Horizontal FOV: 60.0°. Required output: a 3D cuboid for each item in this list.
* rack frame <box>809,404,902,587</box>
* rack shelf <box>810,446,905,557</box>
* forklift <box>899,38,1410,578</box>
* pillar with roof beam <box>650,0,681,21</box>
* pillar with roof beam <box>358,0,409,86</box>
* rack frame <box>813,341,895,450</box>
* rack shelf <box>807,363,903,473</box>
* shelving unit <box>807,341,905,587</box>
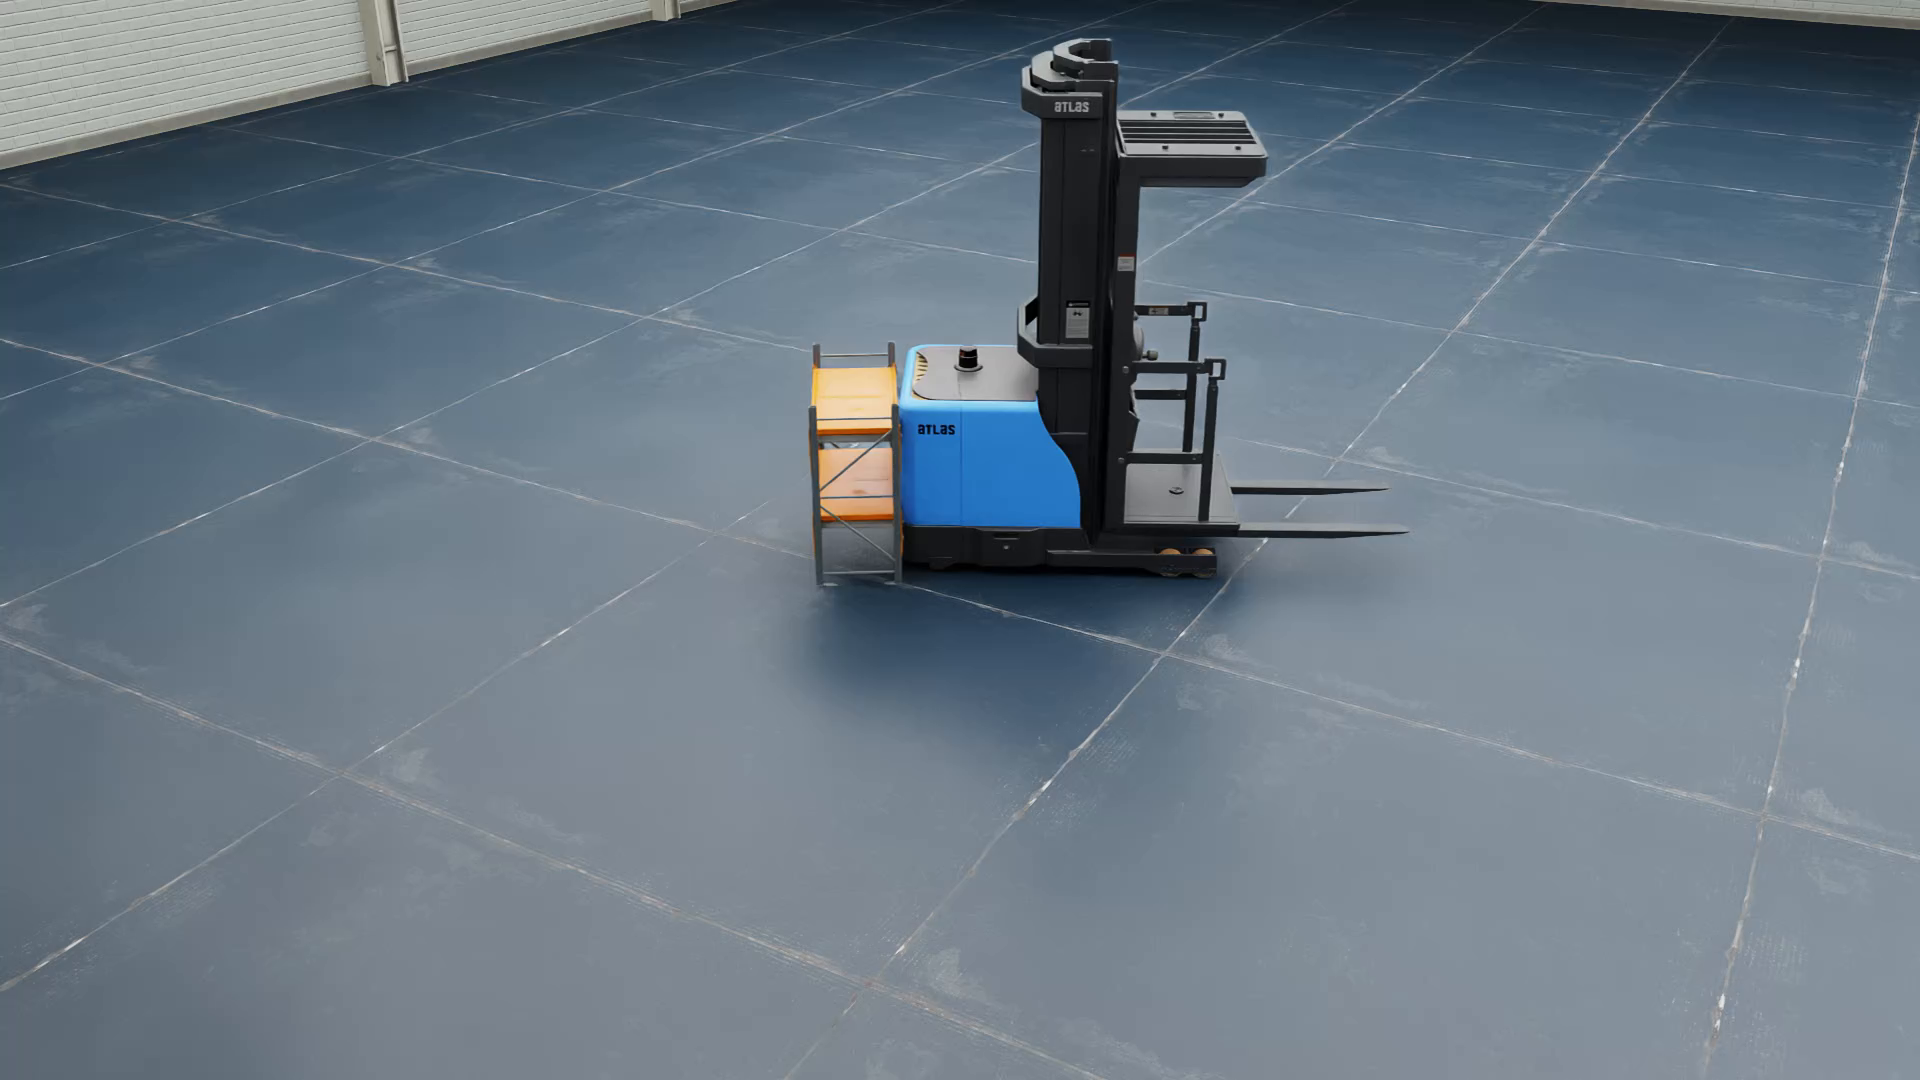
[{"bbox_3d":[-0.589,-0.243,9.478,0.500,1.125,0.032,-1,27,-3],"label":"rack frame"},{"bbox_3d":[-0.618,-0.251,10.042,0.538,0.278,1.000,-1,27,-3],"label":"rack shelf"},{"bbox_3d":[1.164,-1.330,9.632,3.031,2.935,1.130,1,27,1],"label":"forklift"},{"bbox_3d":[-1.100,-11.674,23.519,9.100,9.000,0.400,14,30,26],"label":"pillar with roof beam"},{"bbox_3d":[-4.051,-9.336,18.848,9.100,9.000,0.400,14,30,26],"label":"pillar with roof beam"},{"bbox_3d":[-0.648,-0.697,10.386,0.500,1.125,0.032,-1,27,-3],"label":"rack frame"},{"bbox_3d":[-0.618,-0.732,9.801,0.538,0.278,1.000,-1,27,-3],"label":"rack shelf"},{"bbox_3d":[-0.618,-0.470,9.932,0.538,1.125,1.048,-1,27,-3],"label":"shelving unit"}]
